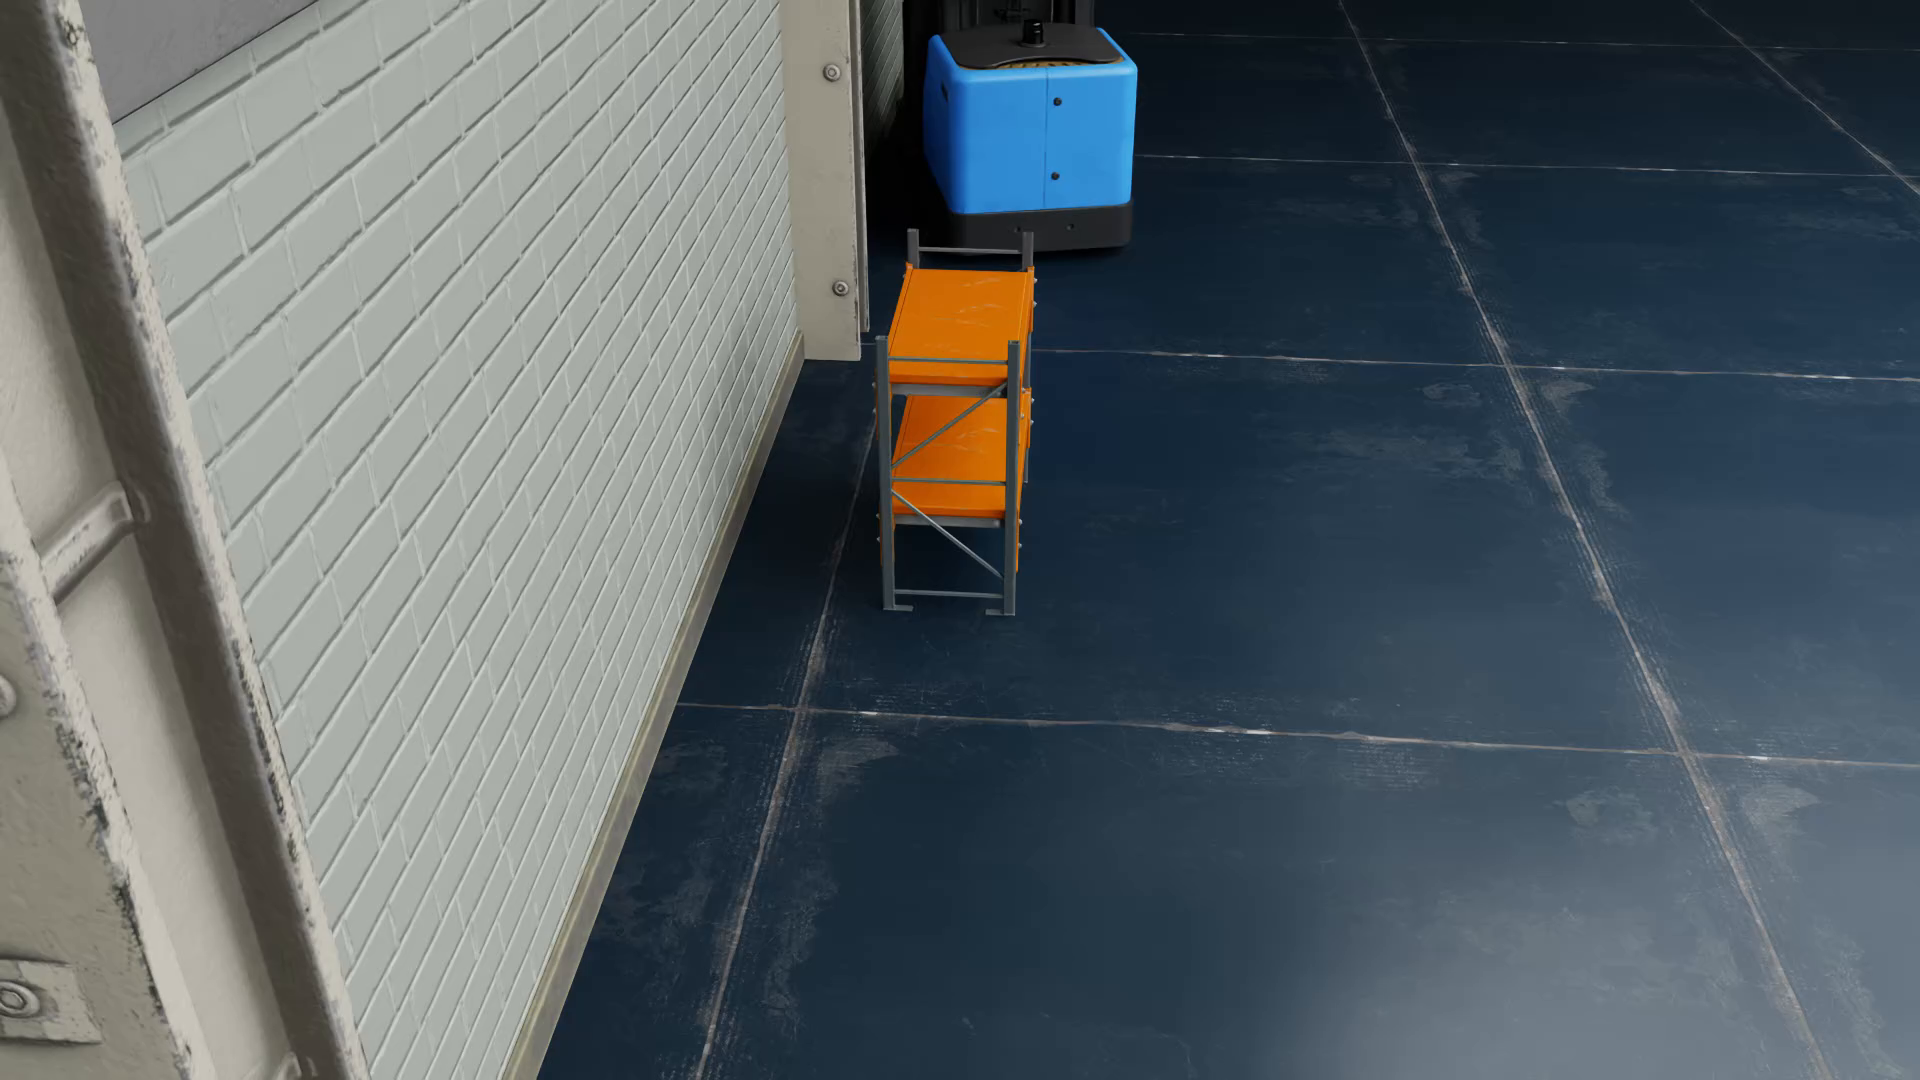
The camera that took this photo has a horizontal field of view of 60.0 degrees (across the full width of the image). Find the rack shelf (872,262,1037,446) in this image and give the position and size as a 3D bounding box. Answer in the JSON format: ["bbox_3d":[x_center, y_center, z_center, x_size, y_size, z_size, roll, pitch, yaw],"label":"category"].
[{"bbox_3d":[-0.001,-0.725,6.296,0.538,0.278,1.000,2,32,4],"label":"rack shelf"}]

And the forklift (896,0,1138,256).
[{"bbox_3d":[0.203,-3.566,9.742,1.130,2.935,3.031,-5,32,-8],"label":"forklift"}]

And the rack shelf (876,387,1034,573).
[{"bbox_3d":[-0.001,-0.267,6.577,0.538,0.278,1.000,2,32,4],"label":"rack shelf"}]

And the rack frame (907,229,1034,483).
[{"bbox_3d":[0.041,-0.741,6.880,0.500,1.125,0.032,2,32,4],"label":"rack frame"}]

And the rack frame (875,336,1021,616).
[{"bbox_3d":[-0.042,-0.210,6.018,0.500,1.125,0.032,2,32,4],"label":"rack frame"}]

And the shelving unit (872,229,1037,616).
[{"bbox_3d":[-0.001,-0.475,6.449,0.538,1.125,1.048,2,32,4],"label":"shelving unit"}]

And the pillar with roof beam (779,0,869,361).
[{"bbox_3d":[3.658,-4.638,5.699,9.100,9.000,0.400,2,32,4],"label":"pillar with roof beam"}]
